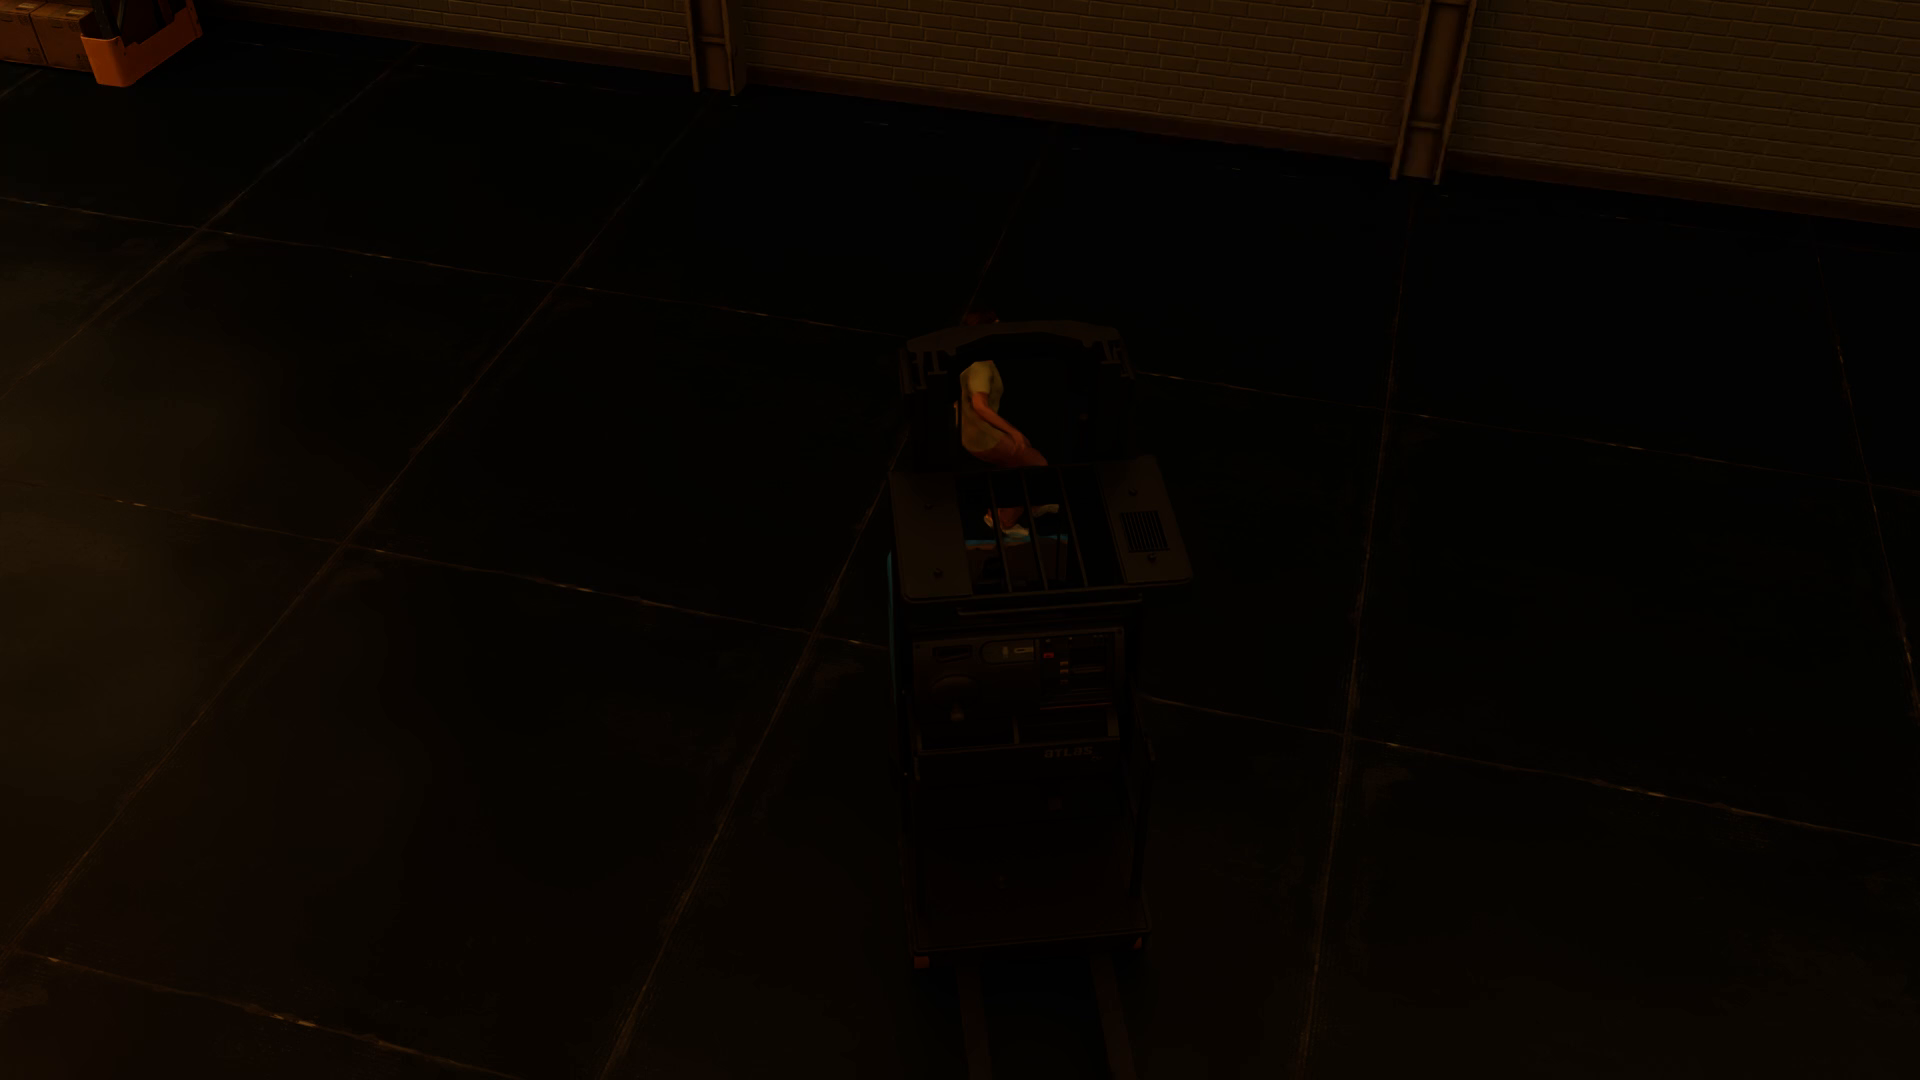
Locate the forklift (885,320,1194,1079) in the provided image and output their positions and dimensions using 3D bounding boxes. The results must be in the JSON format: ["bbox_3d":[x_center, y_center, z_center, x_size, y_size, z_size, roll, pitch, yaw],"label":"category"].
[{"bbox_3d":[0.284,0.663,7.106,1.130,2.935,3.031,-4,41,-5],"label":"forklift"}]

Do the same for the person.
[{"bbox_3d":[0.324,-0.681,9.617,0.802,1.564,0.902,-7,42,-8],"label":"person"}]
